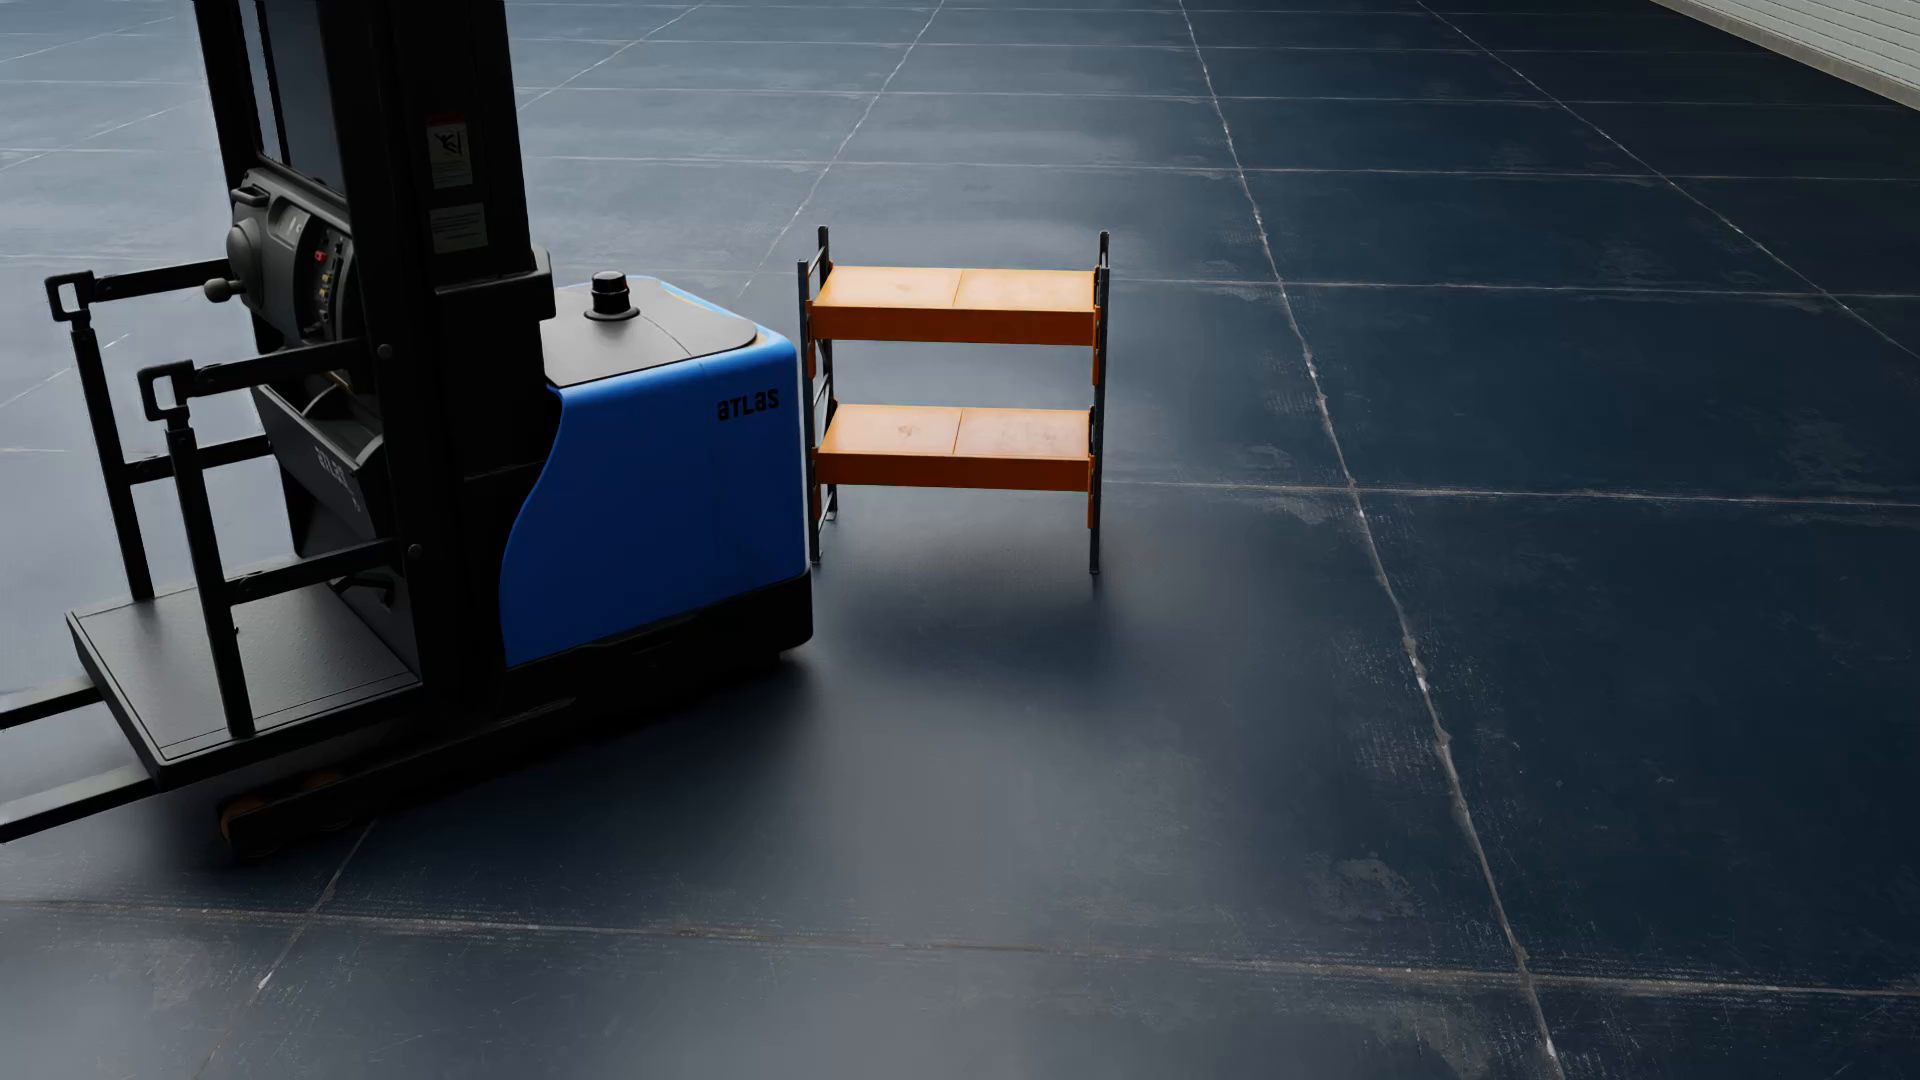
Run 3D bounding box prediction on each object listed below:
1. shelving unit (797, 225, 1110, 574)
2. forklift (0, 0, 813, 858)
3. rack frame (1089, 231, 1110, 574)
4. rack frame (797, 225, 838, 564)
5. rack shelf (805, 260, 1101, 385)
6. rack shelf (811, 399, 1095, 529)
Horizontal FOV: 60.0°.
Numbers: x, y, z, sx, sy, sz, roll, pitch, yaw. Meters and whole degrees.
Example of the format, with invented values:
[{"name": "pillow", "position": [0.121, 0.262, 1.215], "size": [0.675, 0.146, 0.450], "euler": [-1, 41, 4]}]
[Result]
[{"name": "shelving unit", "position": [-0.007, -0.511, 6.015], "size": [1.048, 1.125, 0.538], "euler": [2, 25, 4]}, {"name": "forklift", "position": [-1.954, -0.739, 4.349], "size": [3.031, 2.935, 1.130], "euler": [-18, 30, -34]}, {"name": "rack frame", "position": [0.500, -0.495, 5.980], "size": [0.032, 1.125, 0.500], "euler": [2, 25, 4]}, {"name": "rack frame", "position": [-0.514, -0.527, 6.051], "size": [0.032, 1.125, 0.500], "euler": [2, 25, 4]}, {"name": "rack shelf", "position": [-0.007, -0.777, 5.893], "size": [1.000, 0.278, 0.538], "euler": [2, 25, 4]}, {"name": "rack shelf", "position": [-0.007, -0.289, 6.118], "size": [1.000, 0.278, 0.538], "euler": [2, 25, 4]}]
